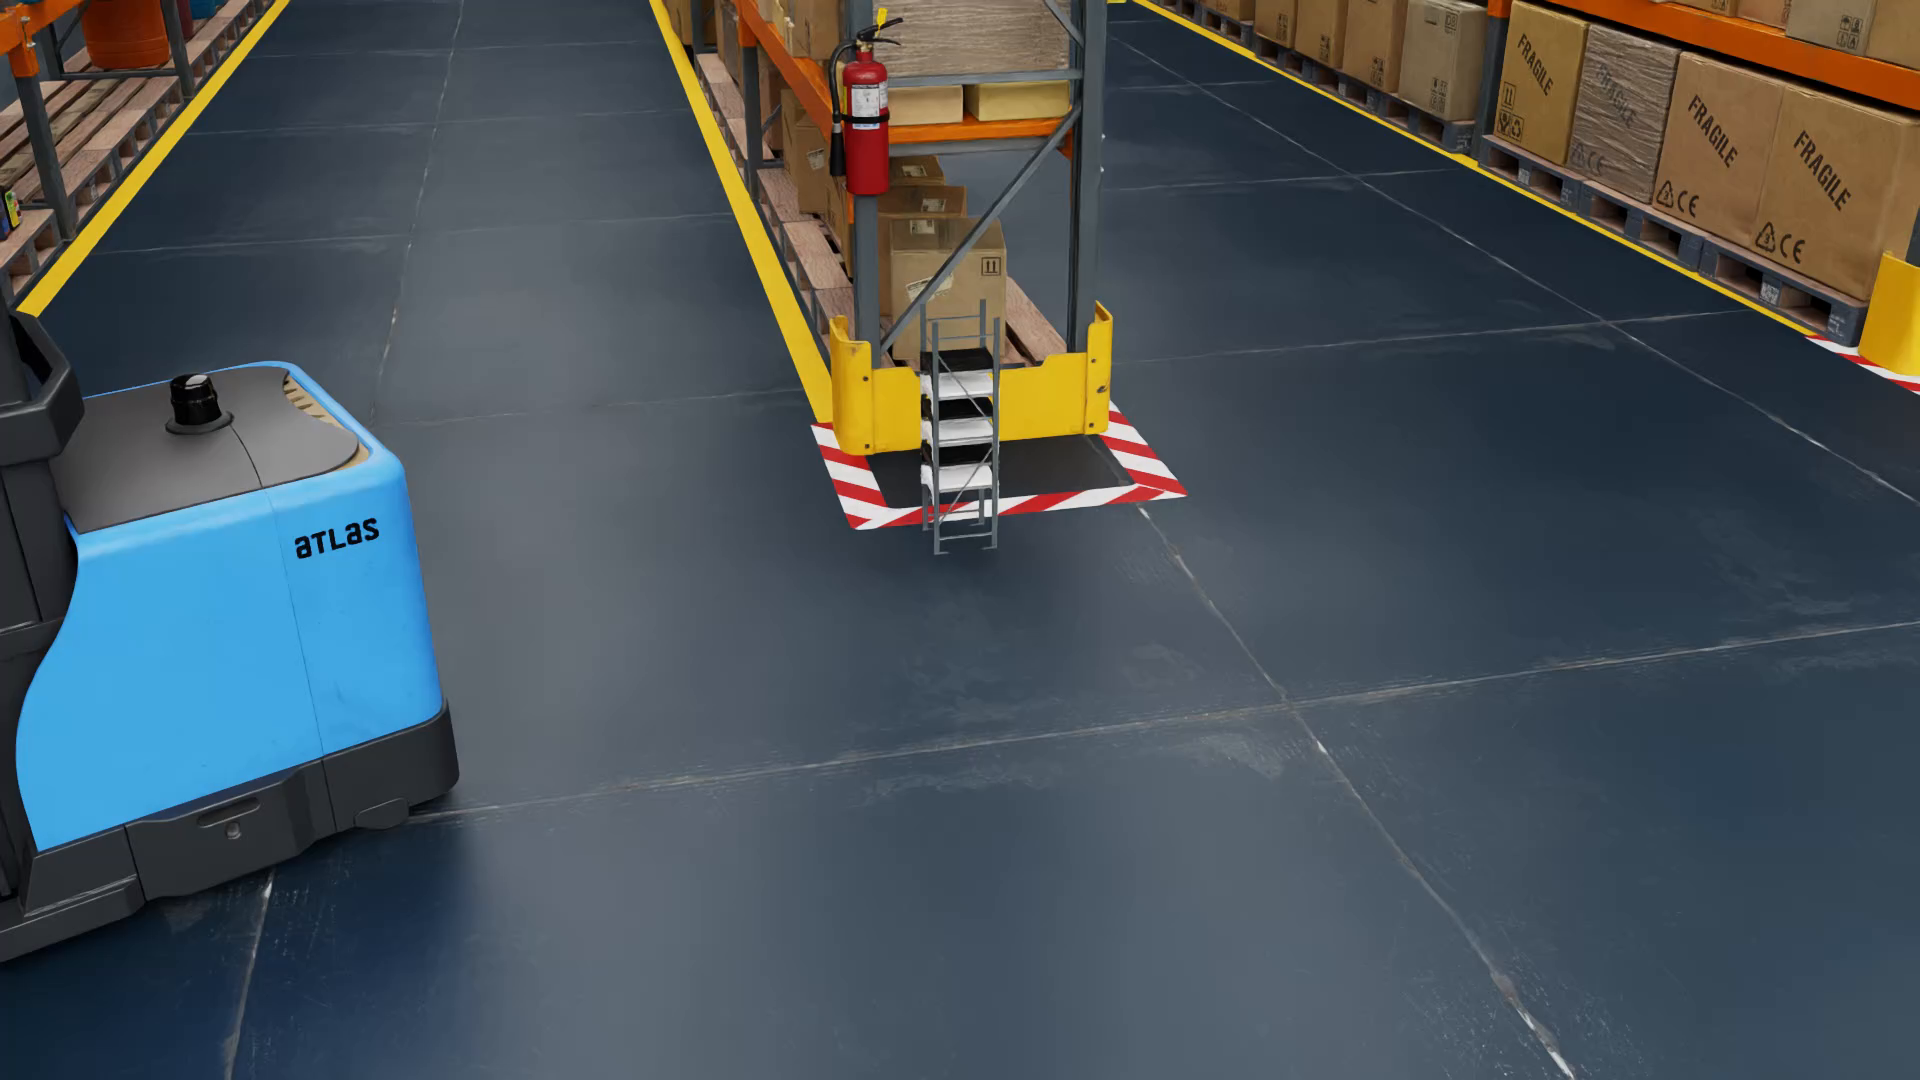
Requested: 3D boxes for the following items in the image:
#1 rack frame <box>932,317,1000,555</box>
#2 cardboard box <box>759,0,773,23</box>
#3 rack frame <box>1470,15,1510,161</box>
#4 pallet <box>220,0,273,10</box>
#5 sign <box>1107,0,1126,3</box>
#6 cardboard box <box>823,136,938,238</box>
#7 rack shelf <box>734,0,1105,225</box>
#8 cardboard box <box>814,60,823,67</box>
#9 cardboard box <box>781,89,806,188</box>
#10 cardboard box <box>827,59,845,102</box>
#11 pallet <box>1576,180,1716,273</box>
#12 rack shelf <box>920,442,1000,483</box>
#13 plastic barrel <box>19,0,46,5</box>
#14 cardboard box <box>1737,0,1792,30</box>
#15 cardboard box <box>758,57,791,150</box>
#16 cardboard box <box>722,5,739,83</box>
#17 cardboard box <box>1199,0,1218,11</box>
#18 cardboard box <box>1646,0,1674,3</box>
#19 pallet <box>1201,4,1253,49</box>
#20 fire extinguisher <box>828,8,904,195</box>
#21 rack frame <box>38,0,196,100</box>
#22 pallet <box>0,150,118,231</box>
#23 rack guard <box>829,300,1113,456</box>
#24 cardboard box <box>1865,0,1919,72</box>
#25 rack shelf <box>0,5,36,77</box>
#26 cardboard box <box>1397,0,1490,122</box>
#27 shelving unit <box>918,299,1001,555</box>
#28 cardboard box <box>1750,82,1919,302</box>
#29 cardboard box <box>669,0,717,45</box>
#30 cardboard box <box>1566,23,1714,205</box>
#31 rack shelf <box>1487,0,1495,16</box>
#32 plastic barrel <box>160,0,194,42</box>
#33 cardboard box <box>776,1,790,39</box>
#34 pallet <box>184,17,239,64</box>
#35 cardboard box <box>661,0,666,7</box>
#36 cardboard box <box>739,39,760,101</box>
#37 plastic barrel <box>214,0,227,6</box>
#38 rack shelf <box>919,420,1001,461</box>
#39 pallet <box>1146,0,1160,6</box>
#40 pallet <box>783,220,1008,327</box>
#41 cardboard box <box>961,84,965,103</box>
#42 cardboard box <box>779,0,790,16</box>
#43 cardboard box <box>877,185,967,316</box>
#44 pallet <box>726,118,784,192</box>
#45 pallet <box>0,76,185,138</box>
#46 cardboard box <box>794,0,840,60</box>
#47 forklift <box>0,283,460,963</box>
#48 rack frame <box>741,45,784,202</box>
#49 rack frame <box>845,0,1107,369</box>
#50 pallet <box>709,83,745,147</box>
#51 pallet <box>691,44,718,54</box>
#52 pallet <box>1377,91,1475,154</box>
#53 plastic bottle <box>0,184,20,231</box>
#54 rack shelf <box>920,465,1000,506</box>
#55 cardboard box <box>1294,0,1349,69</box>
[{"bbox_3d":[0.021,-0.361,5.966,0.240,0.900,0.006,-6,27,-12],"label":"rack frame"},{"bbox_3d":[-0.871,-2.865,8.876,0.380,0.149,0.250,-6,27,-12],"label":"cardboard box"},{"bbox_3d":[4.019,-4.002,10.850,1.000,3.000,0.127,-6,27,-12],"label":"rack frame"},{"bbox_3d":[-7.668,-5.626,17.162,1.003,0.211,1.213,-6,27,-12],"label":"pallet"},{"bbox_3d":[0.594,-2.229,6.376,0.100,0.325,0.005,-6,27,-12],"label":"sign"},{"bbox_3d":[-0.432,-1.920,9.032,0.500,0.500,0.500,-8,28,-16],"label":"cardboard box"},{"bbox_3d":[-0.385,-2.344,8.363,1.077,0.370,4.000,-6,27,-12],"label":"rack shelf"},{"bbox_3d":[-0.497,-2.326,7.808,0.380,0.149,0.250,-6,27,-12],"label":"cardboard box"},{"bbox_3d":[-0.785,-2.435,10.053,0.500,0.500,0.500,-7,28,-13],"label":"cardboard box"},{"bbox_3d":[-0.362,-1.993,7.149,0.380,0.149,0.250,-6,27,-12],"label":"cardboard box"},{"bbox_3d":[4.393,-1.879,9.738,1.003,0.211,1.213,-6,27,-12],"label":"pallet"},{"bbox_3d":[-0.002,-0.295,6.110,0.258,0.077,0.200,-6,27,-12],"label":"rack shelf"},{"bbox_3d":[-5.453,-3.464,9.228,0.600,0.901,0.708,-6,27,-12],"label":"plastic barrel"},{"bbox_3d":[4.644,-2.969,8.637,0.875,0.550,0.550,-6,27,-12],"label":"cardboard box"},{"bbox_3d":[-0.953,-2.895,10.943,0.700,0.500,0.500,-8,28,-16],"label":"cardboard box"},{"bbox_3d":[-1.429,-3.845,12.825,0.700,0.500,0.500,-8,28,-16],"label":"cardboard box"},{"bbox_3d":[2.602,-5.320,15.770,0.500,0.500,0.500,-5,27,-10],"label":"cardboard box"},{"bbox_3d":[4.267,-3.420,9.531,0.875,0.550,0.550,-6,27,-12],"label":"cardboard box"},{"bbox_3d":[2.943,-4.857,15.638,1.003,0.211,1.213,-6,27,-12],"label":"pallet"},{"bbox_3d":[-0.357,-1.655,6.286,0.296,0.674,0.183,-6,27,-12],"label":"fire extinguisher"},{"bbox_3d":[-6.563,-4.796,12.423,1.000,3.000,0.127,-6,27,-12],"label":"rack frame"},{"bbox_3d":[-5.876,-2.136,10.247,1.003,0.211,1.213,-6,27,-12],"label":"pallet"},{"bbox_3d":[0.049,-0.704,7.091,1.175,0.500,0.348,-6,27,-12],"label":"rack guard"},{"bbox_3d":[4.793,-2.471,7.651,0.875,0.550,0.550,-6,27,-12],"label":"cardboard box"},{"bbox_3d":[-5.211,-1.841,7.366,1.077,0.370,4.000,-6,27,-12],"label":"rack shelf"},{"bbox_3d":[3.792,-3.449,11.784,1.050,0.750,0.750,-6,27,-12],"label":"cardboard box"},{"bbox_3d":[-0.002,-0.405,6.054,0.258,0.900,0.210,-6,27,-12],"label":"shelving unit"},{"bbox_3d":[4.704,-1.776,8.332,0.875,0.875,0.875,-6,27,-11],"label":"cardboard box"},{"bbox_3d":[-1.872,-4.843,14.408,1.225,0.875,0.875,-7,28,-14],"label":"cardboard box"},{"bbox_3d":[4.300,-2.563,9.890,0.875,0.875,0.875,-6,27,-11],"label":"cardboard box"},{"bbox_3d":[3.569,-4.559,12.752,1.077,0.370,4.000,-6,27,-12],"label":"rack shelf"},{"bbox_3d":[-6.944,-4.616,14.276,0.600,0.588,0.708,-6,27,-12],"label":"plastic barrel"},{"bbox_3d":[-0.729,-2.649,8.447,0.380,0.149,0.250,-6,27,-12],"label":"cardboard box"},{"bbox_3d":[-7.052,-4.427,14.788,1.003,0.211,1.213,-6,27,-12],"label":"pallet"},{"bbox_3d":[-2.273,-5.623,15.953,1.225,0.875,0.875,-7,28,-13],"label":"cardboard box"},{"bbox_3d":[-1.169,-3.352,11.848,0.700,0.500,0.500,-8,28,-16],"label":"cardboard box"},{"bbox_3d":[-7.358,-5.562,15.804,0.600,0.901,0.708,-6,27,-12],"label":"plastic barrel"},{"bbox_3d":[-0.002,-0.376,6.069,0.258,0.077,0.200,-6,27,-12],"label":"rack shelf"},{"bbox_3d":[2.393,-5.928,17.760,1.003,0.211,1.213,-6,27,-12],"label":"pallet"},{"bbox_3d":[-0.371,-1.470,8.928,1.003,0.211,1.213,-6,27,-12],"label":"pallet"},{"bbox_3d":[0.196,-1.936,7.035,0.380,0.149,0.250,-6,27,-12],"label":"cardboard box"},{"bbox_3d":[-0.433,-2.860,8.147,0.875,0.500,0.500,-6,27,-12],"label":"cardboard box"},{"bbox_3d":[-0.227,-1.393,7.989,0.500,0.500,0.500,1,27,2],"label":"cardboard box"},{"bbox_3d":[-1.013,-2.640,11.246,1.003,0.211,1.213,-6,27,-12],"label":"pallet"},{"bbox_3d":[-6.426,-3.207,12.370,1.003,0.211,1.213,-6,27,-12],"label":"pallet"},{"bbox_3d":[-0.261,-2.416,7.266,0.875,0.500,0.500,-6,27,-12],"label":"cardboard box"},{"bbox_3d":[-2.915,-0.333,3.657,3.031,2.935,1.130,-19,32,-32],"label":"forklift"},{"bbox_3d":[-0.836,-3.543,9.940,1.000,3.000,0.127,-6,27,-12],"label":"rack frame"},{"bbox_3d":[0.066,-1.787,6.461,1.000,3.000,0.127,-6,27,-12],"label":"rack frame"},{"bbox_3d":[-1.291,-3.176,12.309,1.003,0.211,1.213,-6,27,-12],"label":"pallet"},{"bbox_3d":[-1.841,-4.408,14.749,1.003,0.211,1.213,-6,27,-12],"label":"pallet"},{"bbox_3d":[3.772,-3.088,12.135,1.003,0.211,1.213,-6,27,-12],"label":"pallet"},{"bbox_3d":[-5.231,-1.846,9.105,0.061,0.283,0.133,-5,27,-9],"label":"plastic bottle"},{"bbox_3d":[-0.002,-0.215,6.150,0.258,0.077,0.200,-6,27,-12],"label":"rack shelf"},{"bbox_3d":[3.368,-4.281,13.434,1.050,0.750,0.750,-6,27,-11],"label":"cardboard box"}]
